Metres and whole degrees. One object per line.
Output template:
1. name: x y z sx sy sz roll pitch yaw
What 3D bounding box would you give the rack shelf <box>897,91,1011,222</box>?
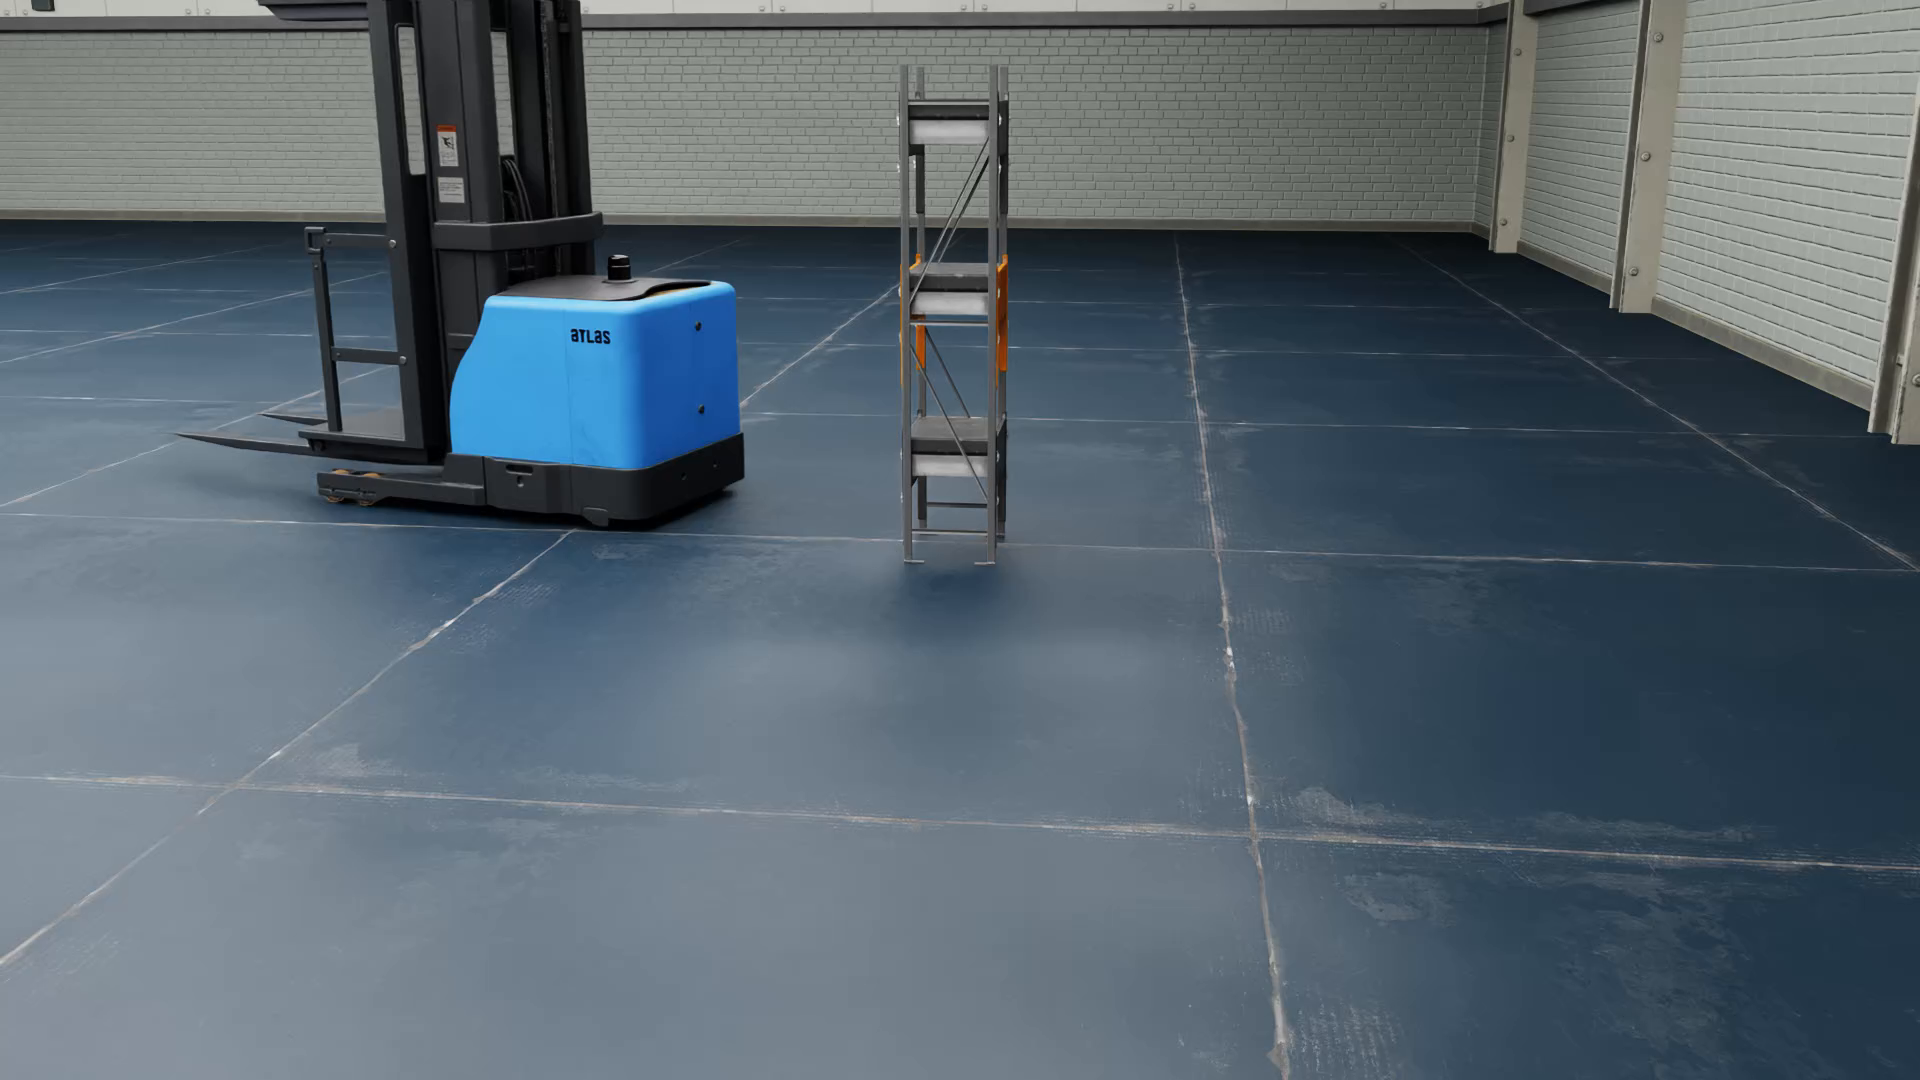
1. rack shelf: -0.019 -1.633 7.050 0.431 0.518 0.480 2 15 6

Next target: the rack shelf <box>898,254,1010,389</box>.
1. rack shelf: -0.019 -0.958 7.233 0.431 0.518 0.480 2 15 6

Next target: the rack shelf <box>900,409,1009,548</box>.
1. rack shelf: -0.019 -0.282 7.415 0.431 0.518 0.480 2 15 6

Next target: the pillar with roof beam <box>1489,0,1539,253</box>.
1. pillar with roof beam: 2.729 -8.192 20.720 9.100 9.000 0.400 2 15 6

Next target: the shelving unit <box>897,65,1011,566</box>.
1. shelving unit: -0.019 -0.971 7.229 0.431 2.100 0.503 2 15 6

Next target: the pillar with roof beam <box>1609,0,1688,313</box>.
1. pillar with roof beam: 2.052 -6.636 14.965 9.100 9.000 0.400 2 15 6

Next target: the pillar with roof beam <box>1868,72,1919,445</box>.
1. pillar with roof beam: 1.375 -5.080 9.210 9.100 9.000 0.400 2 15 6

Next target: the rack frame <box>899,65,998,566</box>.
1. rack frame: -0.046 -0.907 6.995 0.400 2.100 0.015 2 15 6

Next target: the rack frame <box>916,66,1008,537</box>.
1. rack frame: 0.009 -1.034 7.463 0.400 2.100 0.015 2 15 6

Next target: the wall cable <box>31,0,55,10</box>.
1. wall cable: -13.215 -11.077 24.871 2.305 6.003 0.169 2 15 6

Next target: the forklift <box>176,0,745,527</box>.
1. forklift: -2.679 -1.703 8.344 3.031 2.935 1.130 6 16 21
